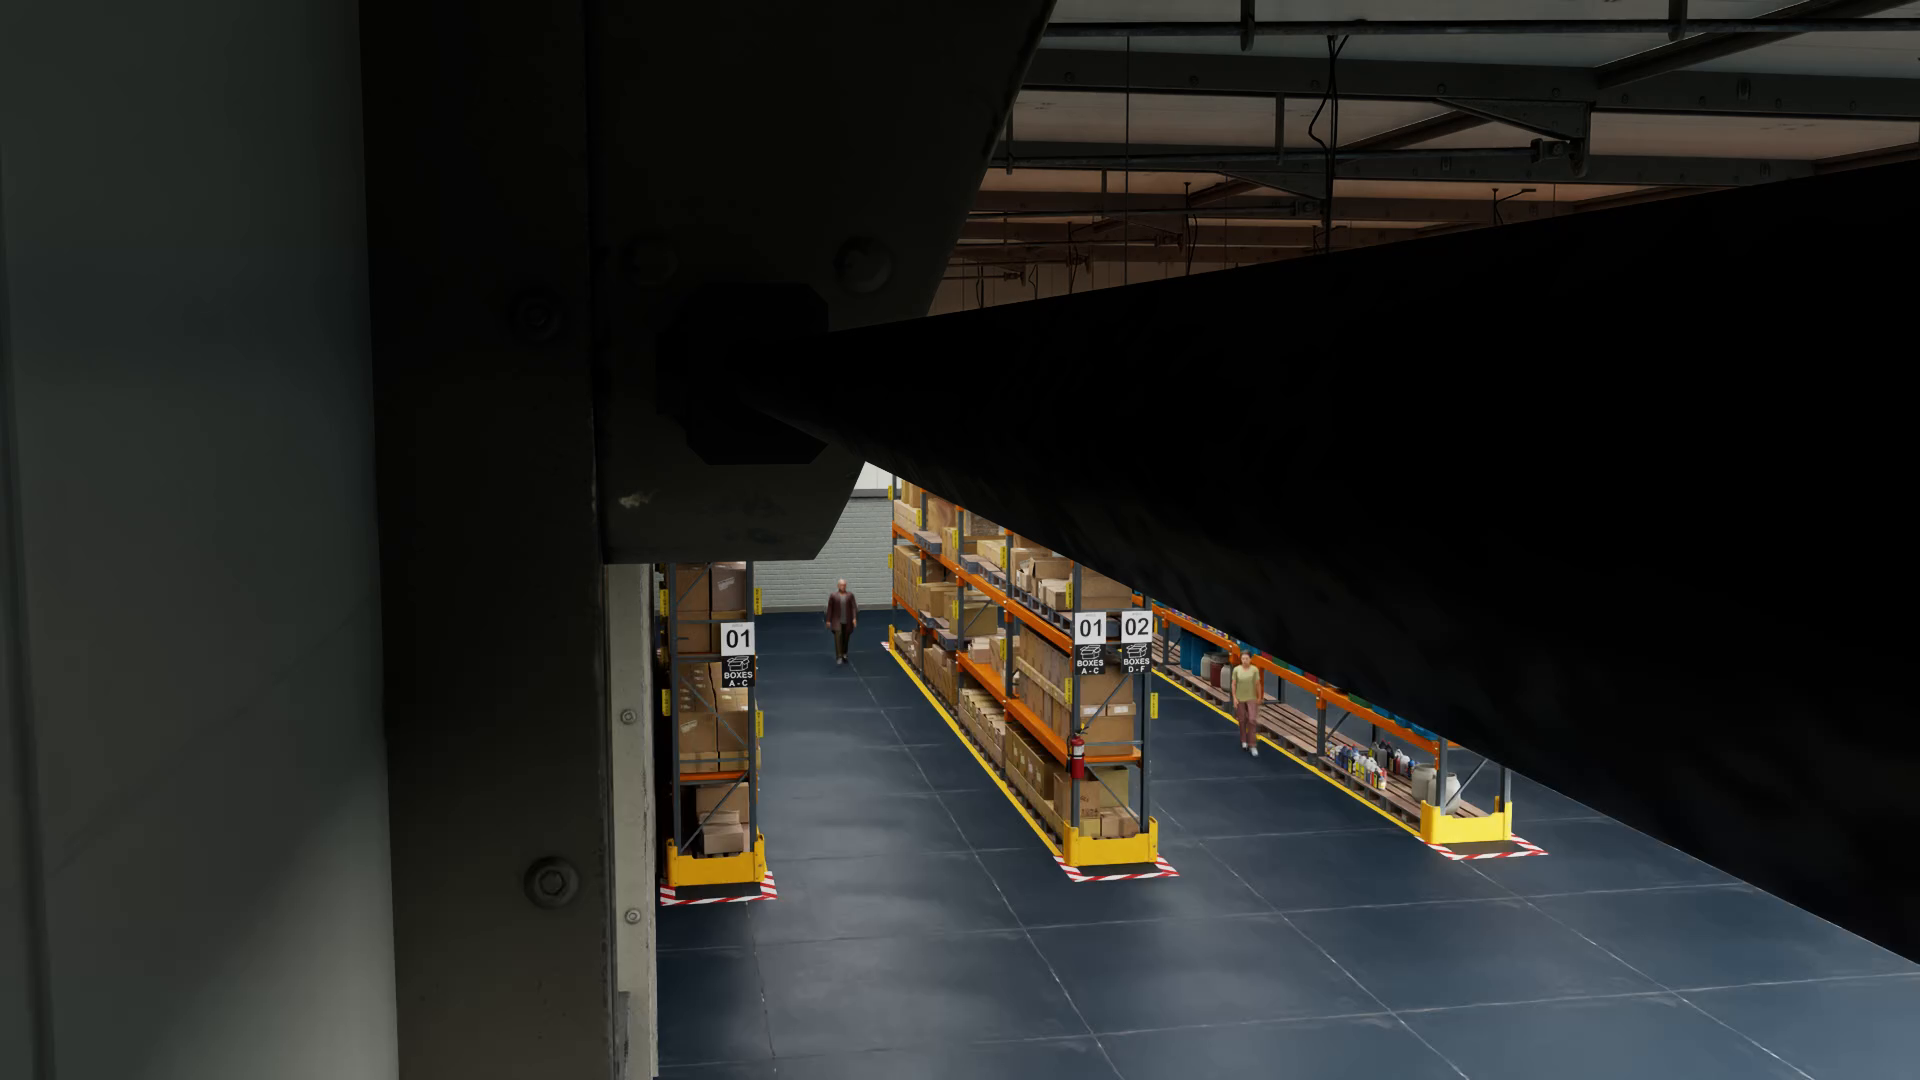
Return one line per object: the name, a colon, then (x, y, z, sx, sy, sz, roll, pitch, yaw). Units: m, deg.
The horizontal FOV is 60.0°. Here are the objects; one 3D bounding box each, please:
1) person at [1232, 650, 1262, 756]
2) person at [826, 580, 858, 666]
person: (4.621, 2.594, 26.832, 0.504, 1.639, 0.873, 2, 6, 17)
person: (-2.446, 1.704, 34.684, 0.636, 1.704, 1.112, -2, 6, -14)
